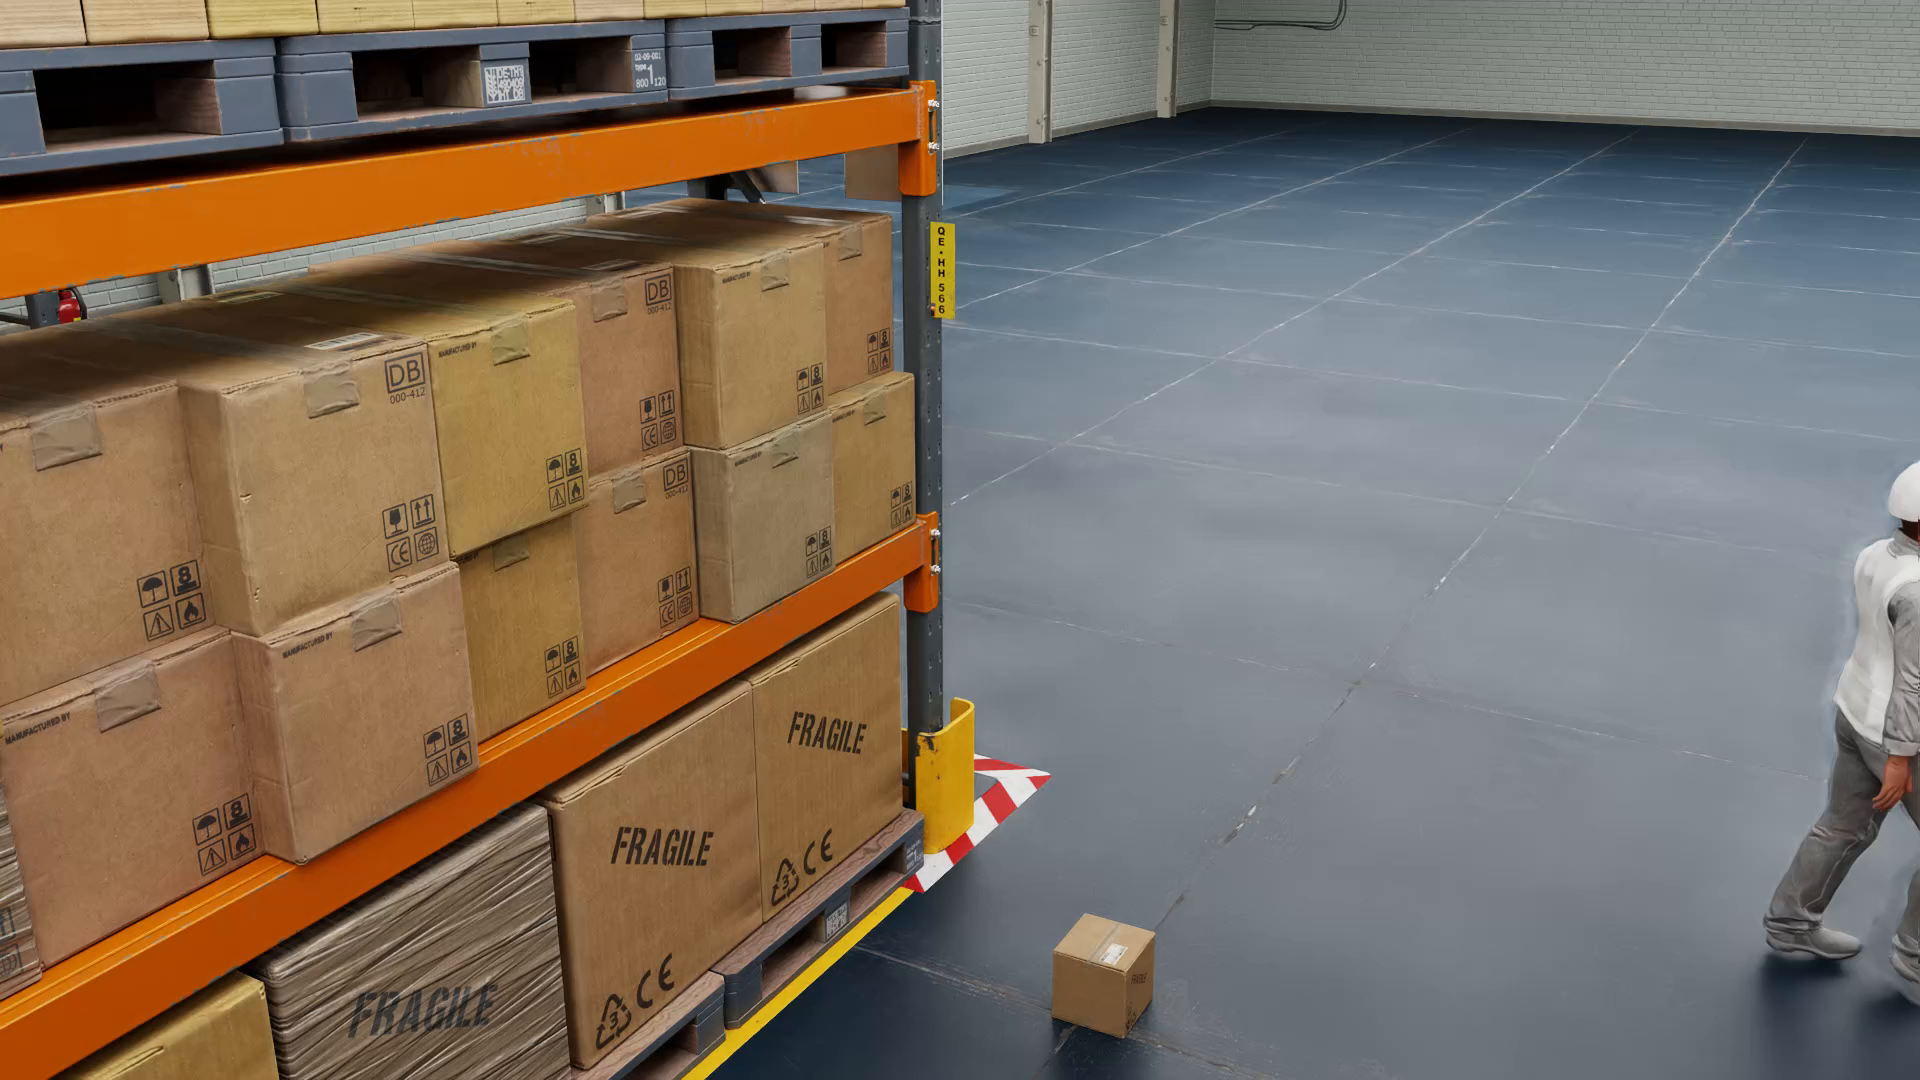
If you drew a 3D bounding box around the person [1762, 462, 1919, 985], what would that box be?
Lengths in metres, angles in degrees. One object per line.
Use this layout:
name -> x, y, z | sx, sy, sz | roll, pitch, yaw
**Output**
person -> 3.022, 0.622, 5.302 | 0.621, 1.836, 0.570 | 2, 19, 7
